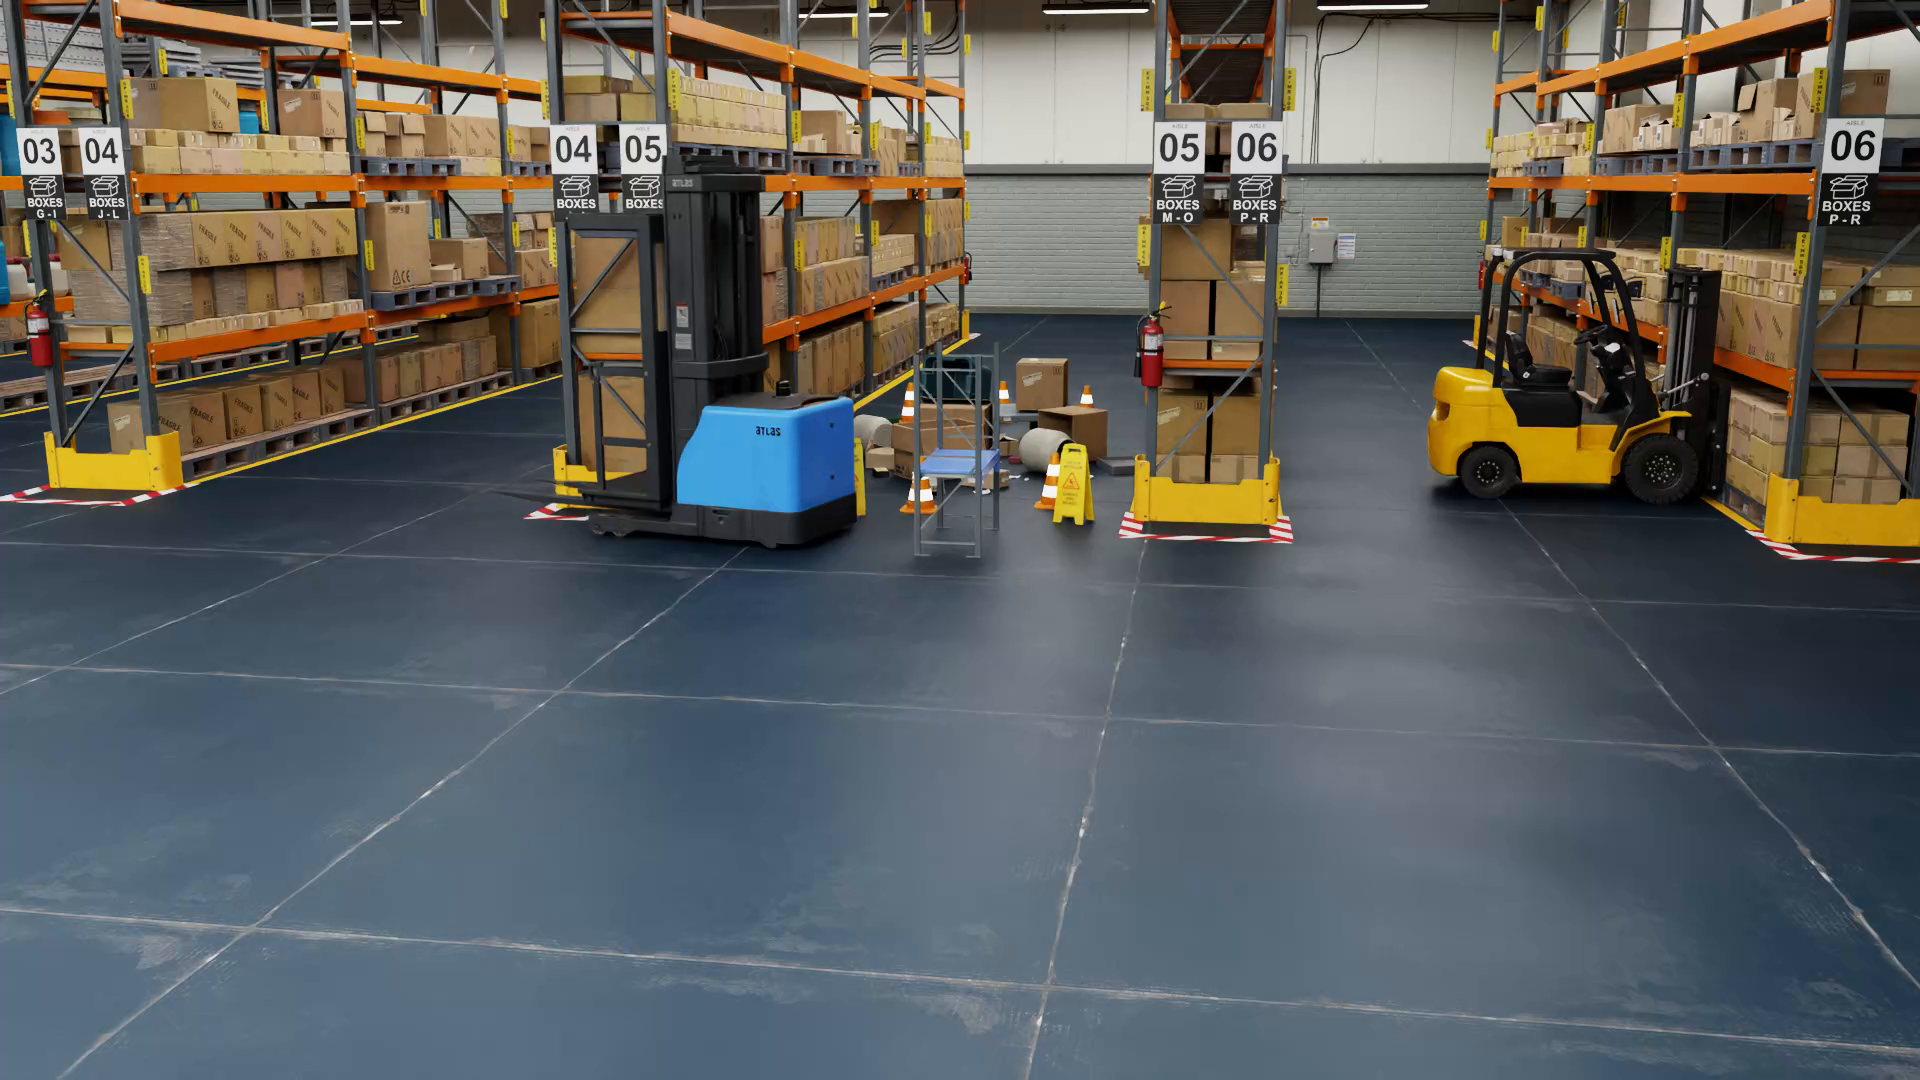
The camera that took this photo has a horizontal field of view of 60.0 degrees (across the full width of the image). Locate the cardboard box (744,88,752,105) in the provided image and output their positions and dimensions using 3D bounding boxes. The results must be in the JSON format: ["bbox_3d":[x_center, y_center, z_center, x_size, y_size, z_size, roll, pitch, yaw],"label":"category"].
[{"bbox_3d":[-2.203,-4.237,15.884,0.380,0.149,0.250,2,12,8],"label":"cardboard box"}]

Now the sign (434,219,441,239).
[{"bbox_3d":[-7.086,-4.197,22.598,0.100,0.325,0.005,2,12,9],"label":"sign"}]

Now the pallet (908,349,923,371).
[{"bbox_3d":[-1.155,-2.739,25.202,1.003,0.211,1.213,2,12,9],"label":"pallet"}]

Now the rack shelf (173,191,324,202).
[{"bbox_3d":[-11.124,-5.305,25.076,1.077,0.370,4.000,2,12,9],"label":"rack shelf"}]

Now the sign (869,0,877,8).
[{"bbox_3d":[-1.103,-6.881,20.969,0.100,0.325,0.005,2,12,9],"label":"sign"}]

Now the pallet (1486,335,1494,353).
[{"bbox_3d":[9.257,-3.252,27.585,1.003,0.211,1.213,2,12,9],"label":"pallet"}]

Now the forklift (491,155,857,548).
[{"bbox_3d":[-2.386,-1.554,13.245,3.031,2.935,1.130,5,13,24],"label":"forklift"}]

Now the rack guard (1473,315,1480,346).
[{"bbox_3d":[9.379,-3.560,28.324,1.175,0.500,0.348,2,12,9],"label":"rack guard"}]

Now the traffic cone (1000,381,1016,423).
[{"bbox_3d":[0.504,-1.616,19.392,0.336,0.463,0.334,2,12,9],"label":"traffic cone"}]

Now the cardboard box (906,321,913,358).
[{"bbox_3d":[-0.981,-2.979,24.631,0.500,0.500,0.500,2,12,7],"label":"cardboard box"}]

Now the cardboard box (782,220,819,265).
[{"bbox_3d":[-2.041,-3.452,19.282,0.700,0.500,0.500,2,12,9],"label":"cardboard box"}]

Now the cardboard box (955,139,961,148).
[{"bbox_3d":[-0.182,-6.850,28.764,0.380,0.149,0.250,2,12,8],"label":"cardboard box"}]

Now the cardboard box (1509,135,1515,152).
[{"bbox_3d":[8.845,-6.179,25.890,0.500,0.250,0.500,2,12,10],"label":"cardboard box"}]

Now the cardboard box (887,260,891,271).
[{"bbox_3d":[-1.181,-3.877,23.461,0.380,0.149,0.250,2,12,9],"label":"cardboard box"}]

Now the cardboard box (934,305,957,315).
[{"bbox_3d":[-0.262,-3.972,28.664,0.380,0.149,0.250,2,12,7],"label":"cardboard box"}]

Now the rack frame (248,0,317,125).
[{"bbox_3d":[-10.816,-7.539,26.616,1.000,3.000,0.127,2,12,9],"label":"rack frame"}]

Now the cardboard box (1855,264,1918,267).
[{"bbox_3d":[7.295,-2.095,13.109,0.380,0.149,0.250,2,12,11],"label":"cardboard box"}]

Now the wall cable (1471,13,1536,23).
[{"bbox_3d":[11.524,-11.582,32.176,2.988,3.039,0.133,2,12,9],"label":"wall cable"}]

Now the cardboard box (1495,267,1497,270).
[{"bbox_3d":[9.076,-4.561,27.632,0.380,0.149,0.250,2,12,10],"label":"cardboard box"}]

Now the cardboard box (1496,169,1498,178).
[{"bbox_3d":[9.112,-6.082,27.572,0.380,0.149,0.250,2,12,10],"label":"cardboard box"}]

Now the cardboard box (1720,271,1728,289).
[{"bbox_3d":[7.011,-2.342,14.964,0.380,0.149,0.250,1,12,7],"label":"cardboard box"}]

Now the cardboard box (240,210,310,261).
[{"bbox_3d":[-7.103,-3.153,17.187,0.500,0.500,0.500,2,12,9],"label":"cardboard box"}]

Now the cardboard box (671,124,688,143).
[{"bbox_3d":[-2.512,-3.425,14.008,0.380,0.149,0.250,2,12,9],"label":"cardboard box"}]

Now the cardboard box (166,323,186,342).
[{"bbox_3d":[-7.431,-1.928,15.417,0.380,0.149,0.250,2,12,9],"label":"cardboard box"}]

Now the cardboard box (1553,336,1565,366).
[{"bbox_3d":[8.178,-2.423,22.055,0.500,0.500,0.500,2,12,11],"label":"cardboard box"}]

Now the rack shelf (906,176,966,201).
[{"bbox_3d":[-0.729,-5.795,27.352,1.077,0.370,4.000,2,12,9],"label":"rack shelf"}]

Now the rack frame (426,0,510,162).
[{"bbox_3d":[-6.537,-6.546,22.008,1.000,3.000,0.127,2,12,9],"label":"rack frame"}]

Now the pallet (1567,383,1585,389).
[{"bbox_3d":[8.312,-1.923,21.416,1.003,0.211,1.213,2,12,9],"label":"pallet"}]

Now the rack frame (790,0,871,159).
[{"bbox_3d":[-1.652,-6.364,21.164,1.000,3.000,0.127,2,12,9],"label":"rack frame"}]

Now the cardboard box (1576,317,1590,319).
[{"bbox_3d":[8.939,-3.073,23.532,0.380,0.149,0.250,2,12,9],"label":"cardboard box"}]

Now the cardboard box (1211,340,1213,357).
[{"bbox_3d":[2.306,-1.621,13.992,0.380,0.149,0.250,2,12,9],"label":"cardboard box"}]

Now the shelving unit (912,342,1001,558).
[{"bbox_3d":[-0.013,-0.715,12.753,0.538,1.500,1.048,2,12,9],"label":"shelving unit"}]

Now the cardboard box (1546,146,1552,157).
[{"bbox_3d":[8.134,-5.248,22.467,0.380,0.149,0.250,2,12,10],"label":"cardboard box"}]

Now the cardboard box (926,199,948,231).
[{"bbox_3d":[-0.473,-5.352,27.393,0.500,0.500,0.500,1,12,7],"label":"cardboard box"}]

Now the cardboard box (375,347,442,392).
[{"bbox_3d":[-6.859,-2.116,20.581,0.700,0.500,0.500,1,12,4],"label":"cardboard box"}]

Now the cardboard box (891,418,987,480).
[{"bbox_3d":[-0.207,-0.854,15.763,0.797,0.503,0.637,-7,14,-30],"label":"cardboard box"}]

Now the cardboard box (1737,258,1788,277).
[{"bbox_3d":[6.874,-2.329,14.195,0.380,0.149,0.250,2,12,10],"label":"cardboard box"}]

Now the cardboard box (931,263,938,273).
[{"bbox_3d":[-0.563,-4.410,26.932,0.380,0.149,0.250,2,12,10],"label":"cardboard box"}]

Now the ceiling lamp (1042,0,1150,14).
[{"bbox_3d":[2.503,-11.381,30.587,2.000,3.185,0.800,2,12,9],"label":"ceiling lamp"}]

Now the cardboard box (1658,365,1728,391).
[{"bbox_3d":[7.161,-1.559,16.263,0.500,0.250,0.500,2,12,8],"label":"cardboard box"}]

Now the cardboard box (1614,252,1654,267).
[{"bbox_3d":[7.632,-3.172,18.816,0.380,0.149,0.250,2,12,10],"label":"cardboard box"}]

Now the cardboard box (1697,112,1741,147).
[{"bbox_3d":[7.176,-3.811,15.415,0.500,0.311,0.500,2,12,10],"label":"cardboard box"}]

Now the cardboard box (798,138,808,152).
[{"bbox_3d":[-1.862,-4.404,18.553,0.250,0.149,0.380,2,12,9],"label":"cardboard box"}]

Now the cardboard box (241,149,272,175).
[{"bbox_3d":[-7.210,-3.752,16.519,0.500,0.250,0.500,2,12,10],"label":"cardboard box"}]

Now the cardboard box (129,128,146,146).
[{"bbox_3d":[-7.497,-3.586,14.801,0.380,0.149,0.250,2,12,8],"label":"cardboard box"}]

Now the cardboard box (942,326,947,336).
[{"bbox_3d":[-0.426,-3.520,27.977,0.380,0.149,0.250,2,12,10],"label":"cardboard box"}]

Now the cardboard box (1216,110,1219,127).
[{"bbox_3d":[2.084,-3.702,14.634,0.380,0.149,0.250,2,12,7],"label":"cardboard box"}]

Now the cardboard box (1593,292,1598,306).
[{"bbox_3d":[7.768,-2.870,19.546,0.500,0.250,0.500,2,12,7],"label":"cardboard box"}]

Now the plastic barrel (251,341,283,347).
[{"bbox_3d":[-11.025,-3.526,26.218,0.600,0.901,0.708,2,12,9],"label":"plastic barrel"}]

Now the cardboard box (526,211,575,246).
[{"bbox_3d":[-6.129,-4.710,25.108,0.797,0.503,0.637,2,12,9],"label":"cardboard box"}]

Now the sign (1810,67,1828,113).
[{"bbox_3d":[6.396,-3.348,12.374,0.100,0.325,0.005,2,12,9],"label":"sign"}]

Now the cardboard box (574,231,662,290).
[{"bbox_3d":[-2.787,-2.443,14.292,0.875,0.550,0.550,2,12,9],"label":"cardboard box"}]

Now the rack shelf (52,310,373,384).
[{"bbox_3d":[-7.460,-2.013,16.920,1.077,0.370,4.000,2,12,9],"label":"rack shelf"}]

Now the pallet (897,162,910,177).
[{"bbox_3d":[-1.393,-5.298,23.781,1.213,0.211,1.003,2,12,9],"label":"pallet"}]
